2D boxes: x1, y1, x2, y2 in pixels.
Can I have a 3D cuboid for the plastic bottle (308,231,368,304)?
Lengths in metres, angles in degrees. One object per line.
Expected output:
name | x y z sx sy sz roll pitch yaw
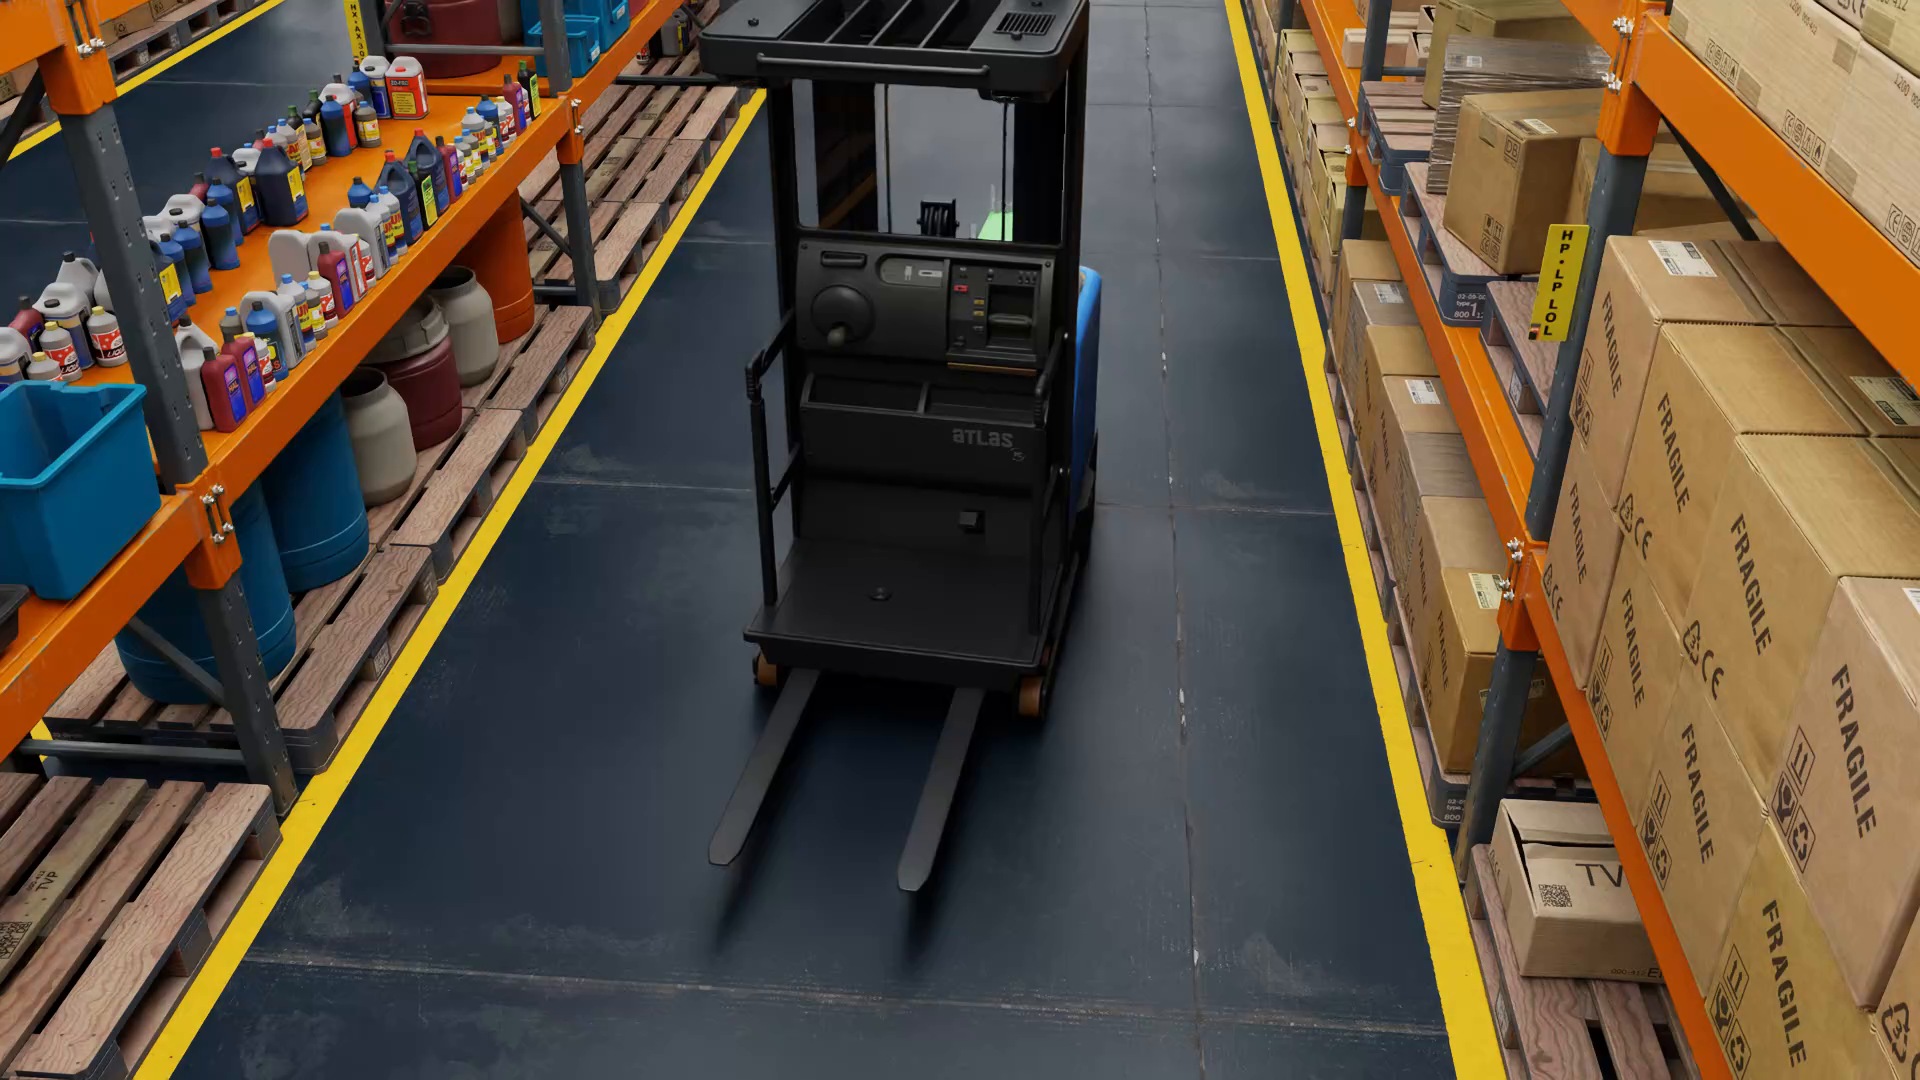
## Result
plastic bottle | -2.314 -1.031 6.182 0.152 0.276 0.135 2 32 4

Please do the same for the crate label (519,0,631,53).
crate label | -2.131 -2.988 9.206 0.502 0.435 0.616 2 32 4

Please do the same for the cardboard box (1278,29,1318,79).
cardboard box | 2.499 -3.385 11.570 0.500 0.311 0.500 3 32 4

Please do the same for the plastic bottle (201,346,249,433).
plastic bottle | -2.352 -0.498 5.310 0.061 0.283 0.133 2 32 4

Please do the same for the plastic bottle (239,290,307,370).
plastic bottle | -2.360 -0.738 5.707 0.152 0.276 0.135 2 32 4

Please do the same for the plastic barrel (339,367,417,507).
plastic barrel | -2.553 -0.439 7.074 0.421 0.512 0.421 0 32 0

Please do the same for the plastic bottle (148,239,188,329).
plastic bottle | -2.899 -0.938 5.960 0.144 0.351 0.185 2 32 4

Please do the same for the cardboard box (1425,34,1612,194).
cardboard box | 2.252 -1.669 6.604 0.700 0.500 0.500 8 33 13

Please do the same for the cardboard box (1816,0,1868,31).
cardboard box | 1.804 -1.081 2.953 0.500 0.250 0.500 2 32 4

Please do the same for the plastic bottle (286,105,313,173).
plastic bottle | -2.952 -1.773 7.378 0.061 0.283 0.133 2 32 4

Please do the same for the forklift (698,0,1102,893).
forklift | -0.168 -0.796 5.748 1.130 2.935 3.031 6 32 9

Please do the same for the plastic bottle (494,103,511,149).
plastic bottle | -2.143 -1.920 7.696 0.097 0.201 0.097 0 32 0

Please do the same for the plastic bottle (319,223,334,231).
plastic bottle | -2.421 -1.116 6.391 0.097 0.201 0.097 0 32 0

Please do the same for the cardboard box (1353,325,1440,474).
cardboard box | 2.051 -0.613 7.349 0.500 0.500 0.500 2 32 3

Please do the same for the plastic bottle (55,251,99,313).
plastic bottle | -3.058 -0.847 5.813 0.144 0.351 0.185 2 32 4

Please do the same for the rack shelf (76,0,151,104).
rack shelf | -2.644 -2.390 6.096 1.077 0.370 4.000 2 32 4

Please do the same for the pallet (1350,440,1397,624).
pallet | 2.255 -0.040 7.113 1.003 0.211 1.213 2 32 4

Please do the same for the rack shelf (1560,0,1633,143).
rack shelf | 2.293 -2.177 5.750 1.077 0.370 4.000 2 32 4

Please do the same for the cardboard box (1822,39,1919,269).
cardboard box | 1.757 -0.607 2.660 0.500 0.250 0.500 2 32 4

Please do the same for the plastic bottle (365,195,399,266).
plastic bottle | -2.259 -1.210 6.477 0.097 0.271 0.097 0 32 0

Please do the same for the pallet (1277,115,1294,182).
pallet | 2.760 -2.770 11.543 1.003 0.211 1.213 2 32 4

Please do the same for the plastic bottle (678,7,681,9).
plastic bottle | -2.244 -4.215 13.401 0.061 0.283 0.133 2 32 4

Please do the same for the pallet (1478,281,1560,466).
pallet | 2.304 -0.492 5.372 1.003 0.211 1.213 2 32 4

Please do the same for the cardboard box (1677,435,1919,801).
cardboard box | 1.727 0.144 3.108 0.500 0.500 0.500 2 32 3

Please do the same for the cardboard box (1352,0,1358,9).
cardboard box | 2.619 -3.448 9.890 0.500 0.500 0.500 3 32 4

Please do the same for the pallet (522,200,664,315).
pallet | -2.380 -1.682 9.778 1.003 0.211 1.213 2 32 4

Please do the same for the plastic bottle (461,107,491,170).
plastic bottle | -2.167 -1.797 7.430 0.097 0.271 0.097 0 32 0

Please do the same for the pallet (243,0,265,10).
pallet | -6.874 -5.210 15.503 1.003 0.211 1.213 2 32 4

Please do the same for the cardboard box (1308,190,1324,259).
cardboard box | 2.294 -1.815 9.557 0.500 0.250 0.500 2 32 3

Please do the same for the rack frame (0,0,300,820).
rack frame | -2.807 -0.374 4.998 1.000 3.000 0.127 2 32 4

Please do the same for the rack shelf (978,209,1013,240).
rack shelf | 0.216 -1.325 7.464 0.258 0.148 0.480 6 32 9

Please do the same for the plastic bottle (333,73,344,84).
plastic bottle | -2.911 -2.033 7.802 0.061 0.283 0.133 2 32 4

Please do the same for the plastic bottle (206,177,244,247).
plastic bottle | -2.943 -1.314 6.646 0.097 0.271 0.097 0 32 0

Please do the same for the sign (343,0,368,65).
sign | -3.030 -2.555 8.381 0.100 0.325 0.005 2 32 4

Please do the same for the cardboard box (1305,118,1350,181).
cardboard box | 2.332 -2.319 9.840 0.500 0.311 0.500 2 32 4

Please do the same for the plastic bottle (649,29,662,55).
plastic bottle | -2.390 -3.966 12.931 0.144 0.351 0.185 2 32 3

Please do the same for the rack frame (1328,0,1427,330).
rack frame | 2.455 -2.252 8.045 1.000 3.000 0.127 2 32 4

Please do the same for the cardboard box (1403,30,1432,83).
cardboard box | 2.529 -2.402 8.374 0.500 0.311 0.500 4 32 7

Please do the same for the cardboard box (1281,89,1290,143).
cardboard box | 2.458 -2.884 11.292 0.500 0.250 0.500 3 32 5

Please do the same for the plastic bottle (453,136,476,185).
plastic bottle | -2.183 -1.665 7.283 0.097 0.201 0.097 0 32 0

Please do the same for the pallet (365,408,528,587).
pallet | -2.606 -0.228 7.419 1.003 0.211 1.213 2 32 4

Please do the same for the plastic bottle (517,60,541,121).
plastic bottle | -2.089 -2.186 8.049 0.061 0.283 0.133 2 32 4

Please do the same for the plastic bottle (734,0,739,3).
plastic bottle | -1.776 -4.303 13.551 0.152 0.276 0.135 2 32 4

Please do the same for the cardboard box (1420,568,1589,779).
cardboard box | 1.884 0.446 5.630 0.500 0.500 0.500 2 32 4

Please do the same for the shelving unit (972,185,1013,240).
shelving unit | 0.216 -0.971 7.682 0.258 1.200 0.503 6 32 9

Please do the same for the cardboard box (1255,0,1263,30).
cardboard box | 2.718 -4.388 13.732 0.500 0.250 0.500 2 32 4

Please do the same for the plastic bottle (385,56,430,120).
plastic bottle | -2.687 -2.194 8.069 0.152 0.276 0.135 2 32 4

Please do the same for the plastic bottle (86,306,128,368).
plastic bottle | -2.941 -0.705 5.724 0.097 0.201 0.097 0 32 0

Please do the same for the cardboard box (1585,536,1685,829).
cardboard box | 1.778 0.320 3.777 0.500 0.500 0.500 3 32 5

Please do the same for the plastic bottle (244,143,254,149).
plastic bottle | -2.969 -1.535 7.004 0.097 0.271 0.097 0 32 0

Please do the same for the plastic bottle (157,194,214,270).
plastic bottle | -2.996 -1.187 6.436 0.152 0.276 0.135 2 32 4

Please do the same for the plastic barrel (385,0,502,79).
plastic barrel | -2.745 -2.779 8.771 0.600 0.536 0.708 2 32 4

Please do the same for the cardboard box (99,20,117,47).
cardboard box | -7.020 -4.091 13.011 0.500 0.500 0.500 2 32 2
